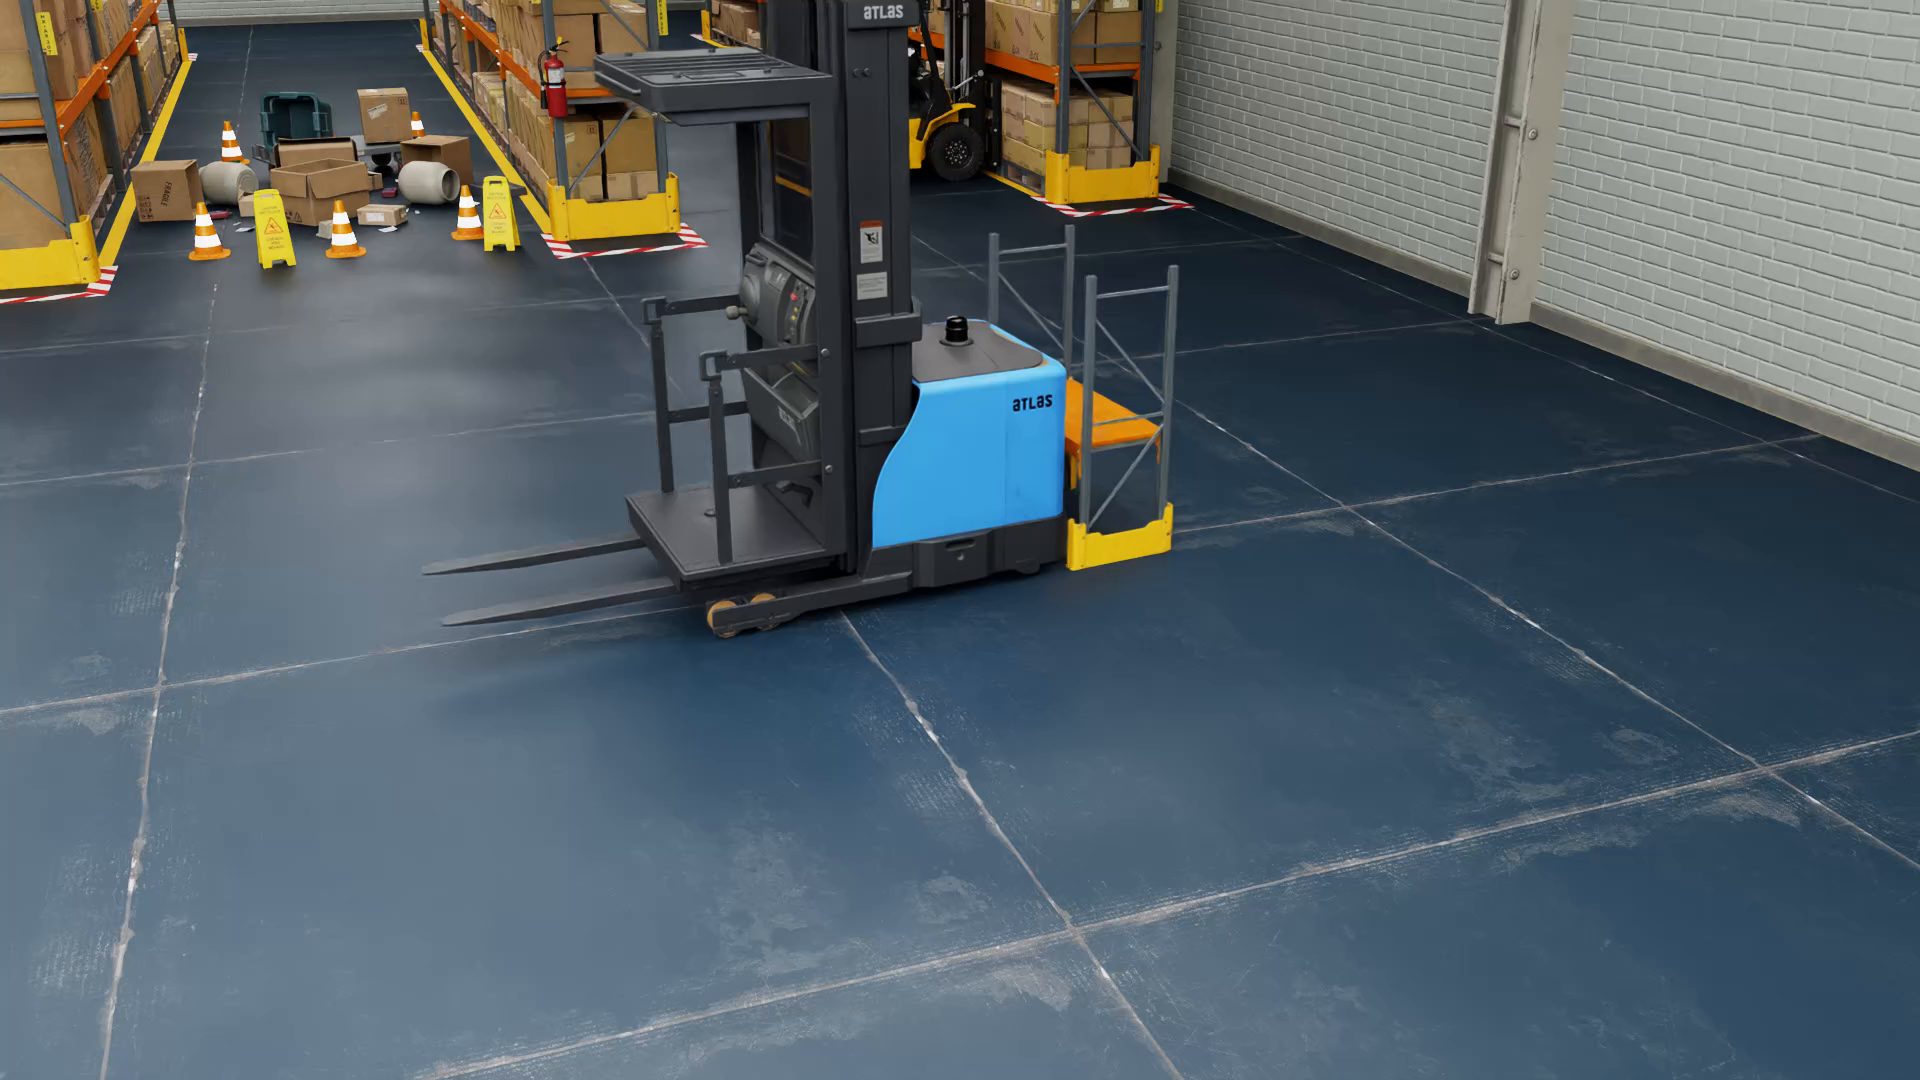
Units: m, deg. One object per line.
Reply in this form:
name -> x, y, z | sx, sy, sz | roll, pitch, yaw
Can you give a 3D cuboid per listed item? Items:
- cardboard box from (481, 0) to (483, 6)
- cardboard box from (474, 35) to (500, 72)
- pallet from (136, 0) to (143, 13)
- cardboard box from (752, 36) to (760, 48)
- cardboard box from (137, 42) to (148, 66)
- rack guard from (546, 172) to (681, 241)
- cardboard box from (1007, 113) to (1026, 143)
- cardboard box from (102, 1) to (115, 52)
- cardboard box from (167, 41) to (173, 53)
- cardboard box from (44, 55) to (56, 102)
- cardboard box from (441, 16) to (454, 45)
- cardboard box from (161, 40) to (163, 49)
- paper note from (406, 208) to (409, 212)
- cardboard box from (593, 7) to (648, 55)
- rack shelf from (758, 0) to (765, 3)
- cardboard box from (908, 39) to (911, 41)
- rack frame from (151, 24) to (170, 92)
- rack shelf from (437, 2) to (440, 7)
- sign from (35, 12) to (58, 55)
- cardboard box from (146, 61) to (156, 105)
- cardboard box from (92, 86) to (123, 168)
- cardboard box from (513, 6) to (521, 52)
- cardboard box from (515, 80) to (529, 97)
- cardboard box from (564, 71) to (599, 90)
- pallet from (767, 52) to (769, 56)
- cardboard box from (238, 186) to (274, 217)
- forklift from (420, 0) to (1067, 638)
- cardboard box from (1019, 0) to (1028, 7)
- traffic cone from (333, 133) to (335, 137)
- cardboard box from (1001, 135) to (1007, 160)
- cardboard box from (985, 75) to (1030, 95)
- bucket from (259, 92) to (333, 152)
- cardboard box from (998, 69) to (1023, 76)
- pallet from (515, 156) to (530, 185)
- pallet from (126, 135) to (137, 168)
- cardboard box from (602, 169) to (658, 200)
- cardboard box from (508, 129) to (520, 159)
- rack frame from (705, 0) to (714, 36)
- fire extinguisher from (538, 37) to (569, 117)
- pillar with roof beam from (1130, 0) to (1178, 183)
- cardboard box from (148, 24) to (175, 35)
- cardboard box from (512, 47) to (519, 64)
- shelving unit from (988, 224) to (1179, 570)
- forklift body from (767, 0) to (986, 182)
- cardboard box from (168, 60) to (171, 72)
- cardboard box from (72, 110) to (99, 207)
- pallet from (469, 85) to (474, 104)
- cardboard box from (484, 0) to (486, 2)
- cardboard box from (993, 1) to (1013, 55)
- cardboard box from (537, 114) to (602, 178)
cardboard box -> -5.717, -6.680, 20.519 | 0.380, 0.149, 0.250 | -7, 24, -16
cardboard box -> -6.182, -6.615, 22.778 | 0.875, 0.875, 0.875 | -9, 24, -19
pallet -> -11.349, -7.048, 21.857 | 1.003, 0.211, 1.213 | -8, 24, -19
cardboard box -> -3.258, -8.316, 27.749 | 0.380, 0.149, 0.250 | -9, 25, -21
cardboard box -> -10.807, -6.278, 21.495 | 0.500, 0.250, 0.500 | -9, 24, -20
rack guard -> -3.217, -3.107, 15.479 | 1.175, 0.500, 0.348 | -8, 24, -19
cardboard box -> 0.821, -4.389, 17.656 | 0.500, 0.250, 0.500 | -9, 24, -20
cardboard box -> -9.311, -5.427, 17.634 | 0.500, 0.500, 0.500 | -8, 24, -19
cardboard box -> -12.407, -7.627, 25.730 | 0.380, 0.149, 0.250 | -8, 24, -18
cardboard box -> -8.173, -3.910, 13.973 | 0.875, 0.550, 0.550 | -8, 24, -19
cardboard box -> -8.184, -8.501, 27.815 | 0.875, 0.438, 0.875 | -8, 24, -18
cardboard box -> -11.994, -7.292, 24.552 | 0.380, 0.149, 0.250 | -7, 24, -16
paper note -> -5.546, -3.258, 16.455 | 0.148, 0.019, 0.142 | 0, 23, -1
cardboard box -> -3.098, -4.625, 15.350 | 0.500, 0.500, 0.500 | -9, 24, -20
rack shelf -> -2.080, -8.216, 25.308 | 1.077, 0.370, 4.000 | -8, 24, -19
cardboard box -> -1.166, -6.692, 23.281 | 0.875, 0.625, 0.625 | -8, 24, -17
rack frame -> -12.024, -7.876, 23.575 | 1.000, 3.000, 0.127 | -8, 24, -19
rack shelf -> -8.135, -8.987, 27.137 | 1.077, 0.370, 4.000 | -8, 24, -19
sign -> -7.264, -4.025, 13.222 | 0.100, 0.325, 0.005 | -8, 24, -19
cardboard box -> -10.803, -5.939, 21.655 | 0.500, 0.500, 0.500 | -8, 24, -18
cardboard box -> -9.501, -4.339, 17.539 | 1.050, 0.750, 0.750 | -8, 24, -19
cardboard box -> -4.147, -5.126, 16.538 | 0.500, 0.500, 0.500 | -8, 24, -18
cardboard box -> -4.378, -4.667, 17.160 | 0.380, 0.149, 0.250 | -7, 24, -16
cardboard box -> -3.522, -4.223, 15.230 | 0.380, 0.149, 0.250 | -8, 24, -17
pallet -> -2.464, -7.699, 26.745 | 1.003, 0.211, 1.213 | -8, 24, -19
cardboard box -> -6.868, -3.338, 16.327 | 0.396, 0.266, 0.258 | -4, 23, -10
forklift -> -1.032, -1.134, 7.666 | 3.031, 2.935, 1.130 | -10, 25, -22
cardboard box -> 0.839, -5.630, 17.281 | 0.380, 0.149, 0.250 | -9, 24, -19
traffic cone -> -7.389, -4.743, 19.407 | 0.336, 0.463, 0.334 | -8, 24, -19
cardboard box -> 0.656, -4.333, 18.168 | 0.500, 0.250, 0.500 | -8, 24, -18
cardboard box -> 0.453, -4.978, 18.410 | 0.500, 0.250, 0.500 | -9, 24, -20
bucket -> -6.993, -4.428, 17.652 | 0.726, 0.611, 0.620 | 0, 13, -1
cardboard box -> 0.753, -5.235, 19.020 | 0.500, 0.250, 0.500 | -8, 24, -19
pallet -> -4.332, -4.161, 18.351 | 1.003, 0.211, 1.213 | -8, 24, -19
pallet -> -9.976, -4.398, 18.914 | 1.003, 0.211, 1.213 | -8, 24, -19
cardboard box -> -3.216, -3.489, 16.166 | 0.500, 0.250, 0.500 | -9, 24, -19
cardboard box -> -4.647, -4.360, 18.232 | 0.500, 0.250, 0.500 | -10, 25, -21
rack frame -> -4.200, -10.728, 30.340 | 1.000, 3.000, 0.127 | -8, 24, -19
fire extinguisher -> -3.580, -4.091, 14.694 | 0.296, 0.674, 0.183 | -8, 24, -19
pillar with roof beam -> -1.978, -7.465, 14.874 | 9.100, 9.000, 0.400 | -8, 24, -19
cardboard box -> -12.768, -8.150, 26.588 | 0.380, 0.149, 0.250 | -9, 24, -20
cardboard box -> -4.348, -4.945, 16.943 | 0.380, 0.149, 0.250 | -8, 24, -19
shelving unit -> 0.601, -0.774, 8.656 | 0.587, 1.500, 1.083 | -11, 25, -24
forklift body -> -0.924, -4.962, 17.753 | 2.313, 2.155, 1.214 | -8, 24, -19
cardboard box -> -11.946, -7.029, 24.695 | 0.380, 0.149, 0.250 | -8, 24, -17
cardboard box -> -8.719, -3.619, 15.668 | 0.875, 0.875, 0.875 | -8, 24, -19
pallet -> -6.224, -6.150, 23.071 | 1.003, 0.211, 1.213 | -8, 24, -19
cardboard box -> -5.334, -6.566, 19.415 | 0.500, 0.500, 0.500 | -7, 24, -17
cardboard box -> 0.677, -5.479, 17.758 | 0.500, 0.500, 0.500 | -9, 24, -20
cardboard box -> -3.717, -3.759, 15.841 | 0.500, 0.500, 0.500 | -8, 24, -19
